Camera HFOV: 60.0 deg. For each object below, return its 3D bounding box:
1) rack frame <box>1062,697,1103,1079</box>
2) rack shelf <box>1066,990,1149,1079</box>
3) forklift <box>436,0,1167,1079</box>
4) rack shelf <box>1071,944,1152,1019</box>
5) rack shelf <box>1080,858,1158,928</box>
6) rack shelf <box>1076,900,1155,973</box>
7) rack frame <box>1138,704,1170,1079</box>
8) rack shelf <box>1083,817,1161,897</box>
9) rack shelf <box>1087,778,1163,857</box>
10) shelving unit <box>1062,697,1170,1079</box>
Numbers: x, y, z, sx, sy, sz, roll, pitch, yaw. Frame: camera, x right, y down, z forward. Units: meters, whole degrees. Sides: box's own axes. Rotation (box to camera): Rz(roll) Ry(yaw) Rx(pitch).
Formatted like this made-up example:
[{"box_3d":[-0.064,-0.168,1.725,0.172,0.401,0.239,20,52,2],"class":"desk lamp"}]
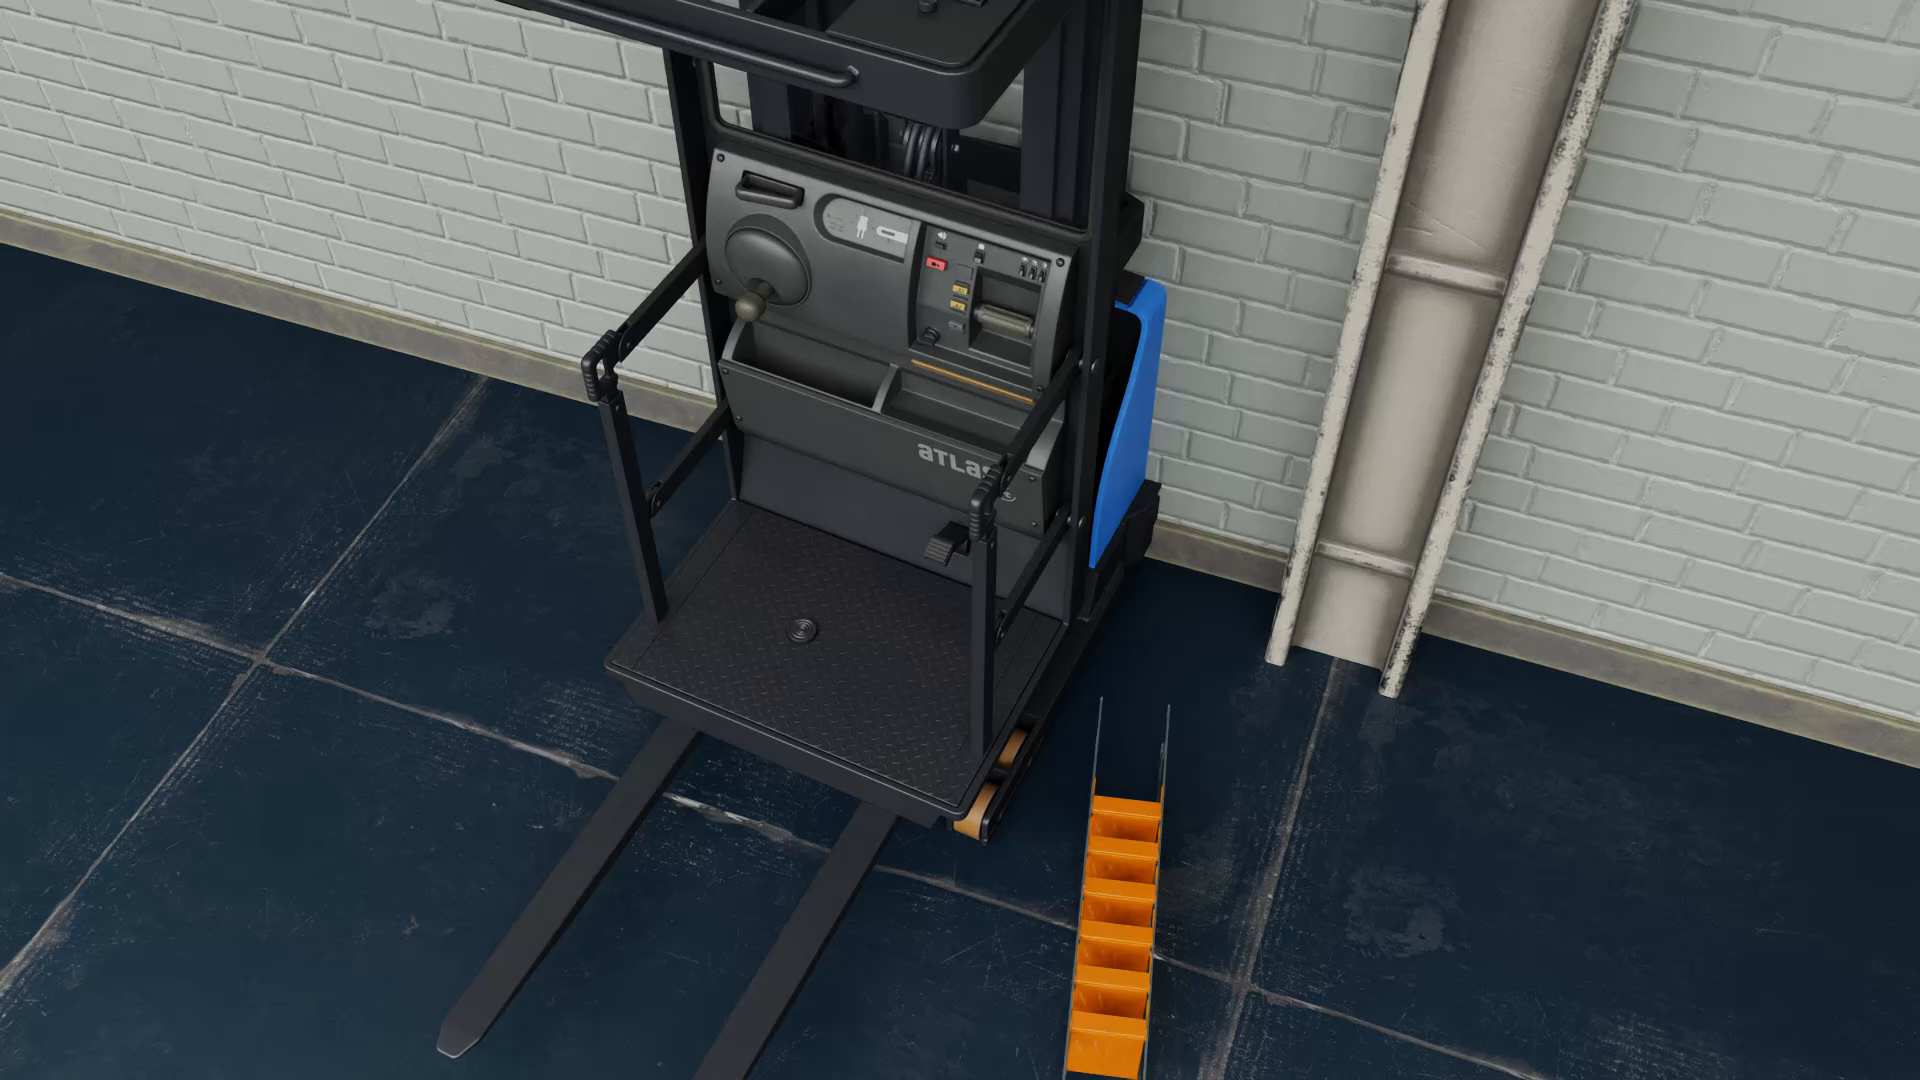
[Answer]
[{"box_3d":[0.305,0.954,4.228,0.006,0.240,1.200,6,49,5],"class":"rack frame"},{"box_3d":[0.353,1.200,4.015,0.180,0.258,0.103,6,49,5],"class":"rack shelf"},{"box_3d":[-0.274,-0.534,3.773,1.130,2.935,3.031,20,52,17],"class":"forklift"},{"box_3d":[0.369,1.110,4.093,0.180,0.258,0.103,6,49,5],"class":"rack shelf"},{"box_3d":[0.402,0.930,4.249,0.180,0.258,0.103,6,49,5],"class":"rack shelf"},{"box_3d":[0.385,1.020,4.171,0.180,0.258,0.103,6,49,5],"class":"rack shelf"},{"box_3d":[0.486,0.973,4.212,0.006,0.240,1.200,6,49,5],"class":"rack frame"},{"box_3d":[0.418,0.841,4.327,0.180,0.258,0.103,6,49,5],"class":"rack shelf"},{"box_3d":[0.434,0.751,4.405,0.180,0.258,0.103,6,49,5],"class":"rack shelf"},{"box_3d":[0.396,0.964,4.220,0.189,0.258,1.200,6,49,5],"class":"shelving unit"}]
